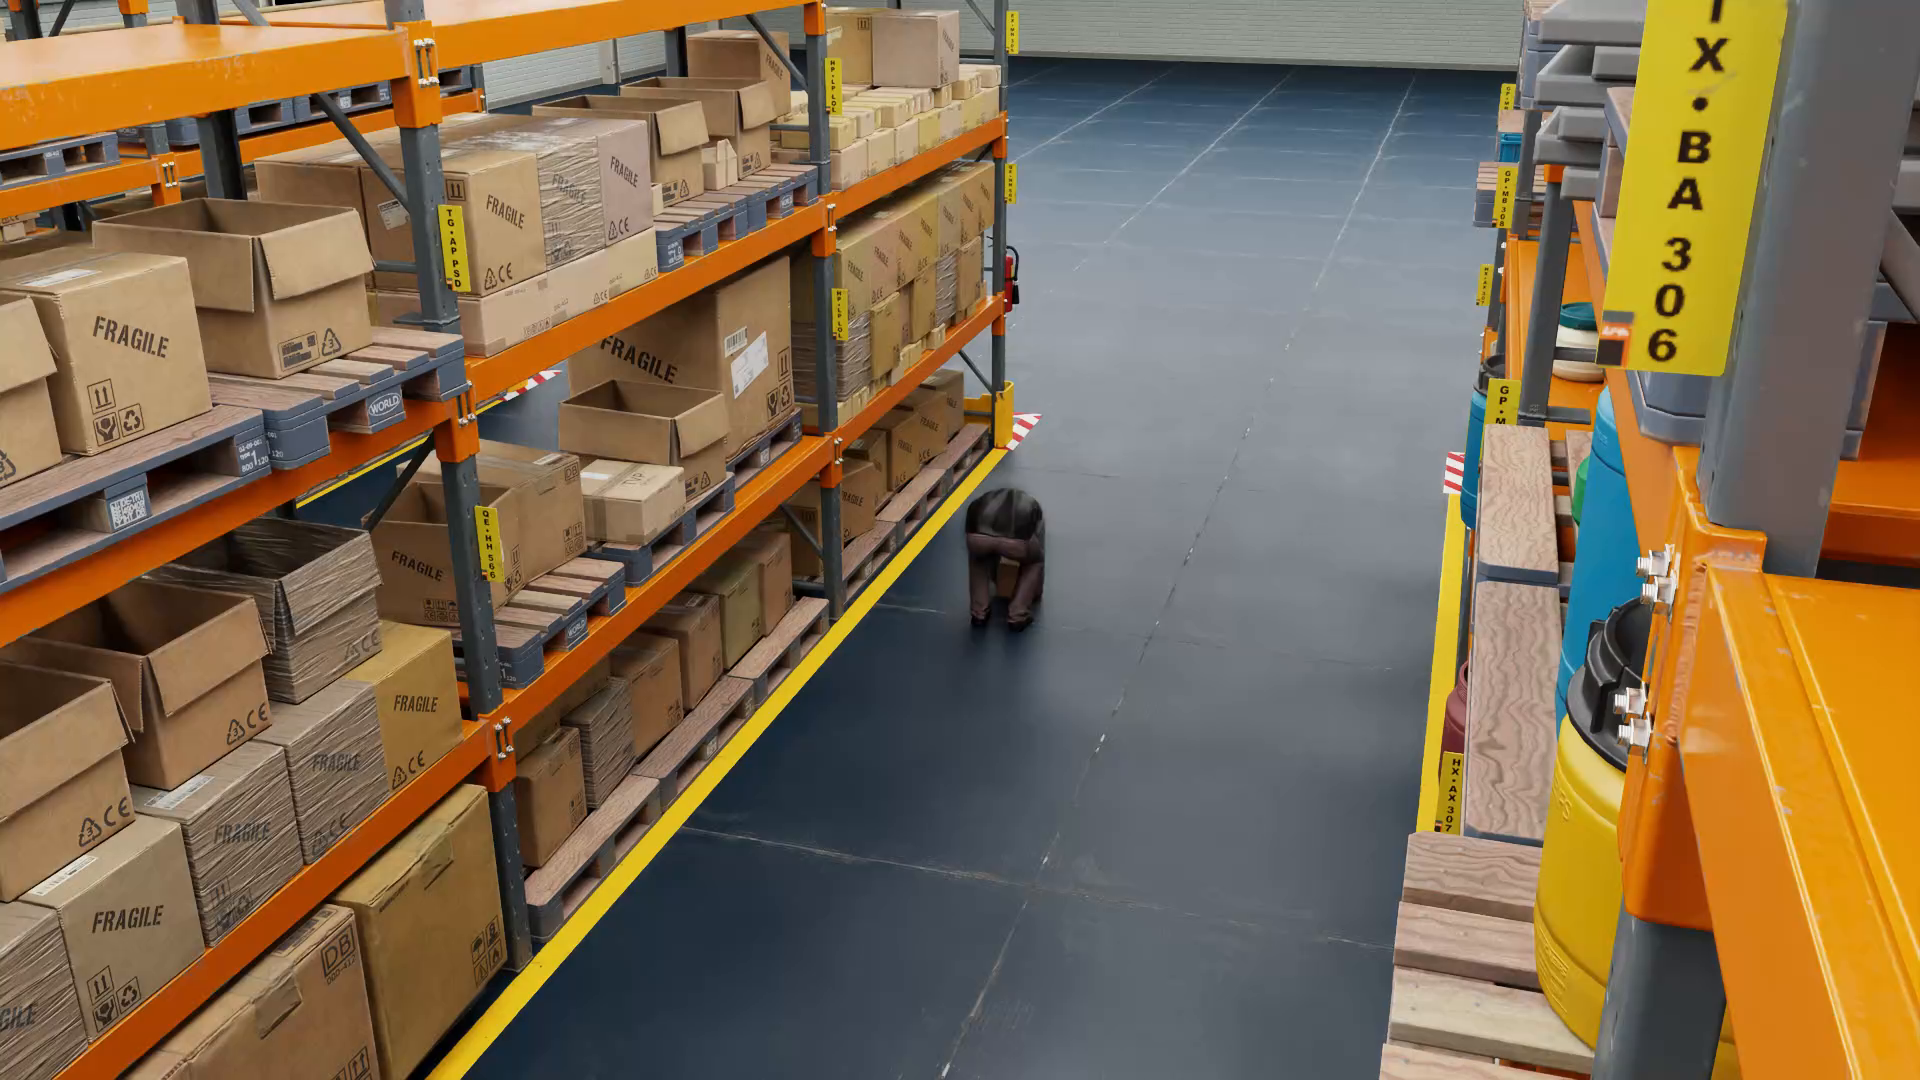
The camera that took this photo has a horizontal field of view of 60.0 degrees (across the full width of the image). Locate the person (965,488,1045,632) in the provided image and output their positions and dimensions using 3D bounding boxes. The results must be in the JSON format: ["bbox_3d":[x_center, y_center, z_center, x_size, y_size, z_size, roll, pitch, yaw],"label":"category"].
[{"bbox_3d":[0.311,0.077,11.062,0.517,0.879,0.946,5,22,13],"label":"person"}]
